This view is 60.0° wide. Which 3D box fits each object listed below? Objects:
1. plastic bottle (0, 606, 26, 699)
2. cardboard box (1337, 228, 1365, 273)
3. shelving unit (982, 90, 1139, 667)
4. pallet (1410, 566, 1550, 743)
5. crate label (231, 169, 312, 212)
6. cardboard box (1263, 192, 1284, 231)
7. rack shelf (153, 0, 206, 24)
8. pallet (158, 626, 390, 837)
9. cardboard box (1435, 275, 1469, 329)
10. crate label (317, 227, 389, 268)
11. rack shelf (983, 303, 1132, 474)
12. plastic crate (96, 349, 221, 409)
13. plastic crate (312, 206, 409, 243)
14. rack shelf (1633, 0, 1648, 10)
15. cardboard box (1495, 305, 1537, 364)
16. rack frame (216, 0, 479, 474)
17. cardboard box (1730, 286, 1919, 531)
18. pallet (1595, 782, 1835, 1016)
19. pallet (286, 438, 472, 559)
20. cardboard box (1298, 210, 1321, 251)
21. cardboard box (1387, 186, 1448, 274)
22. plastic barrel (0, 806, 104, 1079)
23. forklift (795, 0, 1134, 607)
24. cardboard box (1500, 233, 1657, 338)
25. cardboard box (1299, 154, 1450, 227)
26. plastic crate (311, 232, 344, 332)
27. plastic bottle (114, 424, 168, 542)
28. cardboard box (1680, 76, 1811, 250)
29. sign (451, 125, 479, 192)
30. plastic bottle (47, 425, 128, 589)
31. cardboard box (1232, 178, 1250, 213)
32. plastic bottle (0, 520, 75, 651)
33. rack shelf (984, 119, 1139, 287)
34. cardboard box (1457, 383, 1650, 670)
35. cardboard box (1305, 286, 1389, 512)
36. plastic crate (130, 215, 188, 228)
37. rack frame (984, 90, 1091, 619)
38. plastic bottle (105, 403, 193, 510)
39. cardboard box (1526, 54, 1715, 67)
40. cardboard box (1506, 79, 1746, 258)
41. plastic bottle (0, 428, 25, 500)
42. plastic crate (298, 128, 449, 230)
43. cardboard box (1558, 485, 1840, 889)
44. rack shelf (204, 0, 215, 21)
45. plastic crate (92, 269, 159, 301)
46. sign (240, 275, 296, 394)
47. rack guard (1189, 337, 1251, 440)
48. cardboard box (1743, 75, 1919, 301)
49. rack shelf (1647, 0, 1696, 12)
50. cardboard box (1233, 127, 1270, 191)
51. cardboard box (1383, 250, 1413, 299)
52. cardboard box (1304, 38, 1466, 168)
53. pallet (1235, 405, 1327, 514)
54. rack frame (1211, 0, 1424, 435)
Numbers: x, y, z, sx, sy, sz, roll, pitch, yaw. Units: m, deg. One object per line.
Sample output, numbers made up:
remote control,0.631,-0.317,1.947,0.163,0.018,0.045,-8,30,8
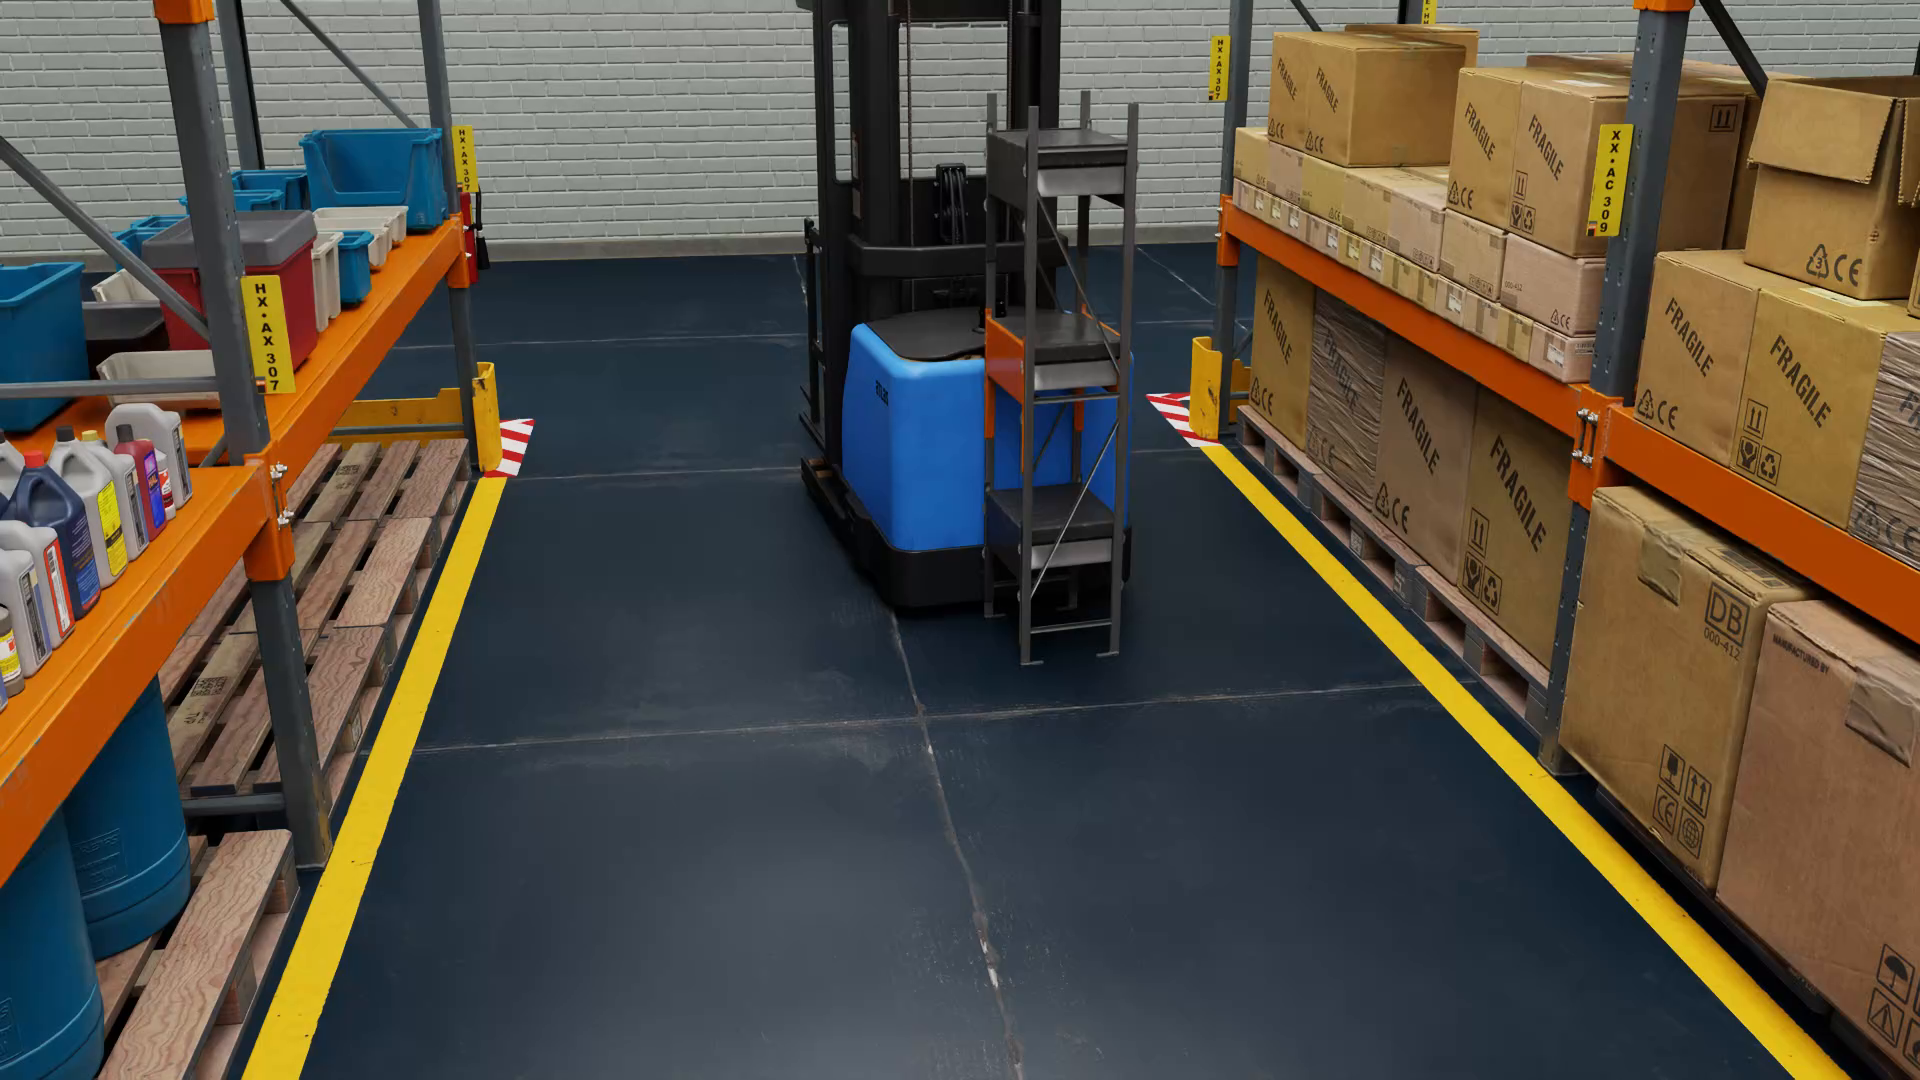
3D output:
plastic bottle,-1.861,0.199,3.180,0.097,0.201,0.097,0,20,0
cardboard box,1.846,-1.245,7.123,0.380,0.149,0.250,-3,21,-9
shelving unit,0.360,-0.597,6.314,0.431,2.100,0.503,-6,21,-15
pallet,2.442,0.389,6.373,1.003,0.211,1.213,-3,21,-8
crate label,-3.293,-1.633,7.955,0.416,0.233,0.303,-3,21,-8
cardboard box,1.698,-1.601,8.073,0.380,0.149,0.250,-3,21,-9
rack shelf,-2.138,-0.776,2.248,1.077,0.370,4.000,-3,21,-8
pallet,-2.571,0.653,5.666,1.003,0.211,1.213,-3,21,-8
cardboard box,1.995,-0.889,6.167,0.380,0.149,0.250,-3,21,-7
crate label,-2.615,-1.220,6.988,0.396,0.136,0.243,-3,21,-8
rack shelf,0.360,-0.584,6.319,0.431,0.518,0.480,-6,21,-15
plastic crate,-2.352,-0.473,4.988,0.396,0.136,0.243,-3,21,-8
plastic crate,-2.706,-1.417,7.513,0.396,0.136,0.243,-3,21,-8
rack shelf,2.186,-2.411,6.625,1.077,0.370,4.000,-3,21,-8
cardboard box,2.069,-0.711,5.692,0.380,0.149,0.250,-3,21,-7
rack frame,-3.003,-1.785,8.209,1.000,3.000,0.127,-3,21,-8
cardboard box,2.367,-0.351,4.226,0.500,0.500,0.500,-3,21,-8
pallet,2.660,0.919,4.953,1.003,0.211,1.213,-3,21,-8
pallet,-2.923,-0.192,7.927,1.003,0.211,1.213,-3,21,-8
cardboard box,1.773,-1.422,7.596,0.380,0.149,0.250,-3,21,-9
cardboard box,2.001,-1.215,6.471,0.500,0.250,0.500,-2,21,-7
plastic barrel,-2.263,0.820,3.632,0.600,0.901,0.708,-3,21,-8
forklift,-0.169,-1.583,7.764,1.130,2.935,3.031,-6,21,-15
cardboard box,2.151,-0.859,5.518,0.500,0.250,0.500,-3,21,-9
cardboard box,1.850,-1.571,7.424,0.500,0.250,0.500,-4,21,-10
plastic crate,-2.464,-0.911,5.952,0.437,0.282,0.530,-3,21,-8
plastic bottle,-1.971,-0.148,3.992,0.061,0.283,0.133,-3,21,-8
cardboard box,2.659,-1.249,5.492,0.500,0.500,0.500,-3,21,-8
sign,-2.461,-1.895,8.270,0.100,0.325,0.005,-3,21,-8
plastic bottle,-1.970,-0.076,3.702,0.144,0.351,0.185,-3,21,-8
cardboard box,1.623,-1.778,8.548,0.380,0.149,0.250,-3,21,-7
plastic bottle,-1.925,0.079,3.395,0.152,0.276,0.135,-3,21,-8
rack shelf,0.360,-1.240,6.074,0.431,0.518,0.480,-6,21,-15
cardboard box,2.459,-0.084,6.091,0.875,0.875,0.875,-3,21,-8
cardboard box,2.201,-0.704,7.750,0.875,0.875,0.875,-3,21,-8
plastic crate,-3.104,-1.177,6.734,0.416,0.233,0.300,-3,21,-8
rack frame,0.294,-0.679,6.534,0.400,2.100,0.015,-6,21,-15
plastic bottle,-2.050,-0.222,4.201,0.152,0.276,0.135,-3,21,-8
cardboard box,2.516,-1.600,6.431,0.500,0.500,0.500,-4,21,-9
cardboard box,2.144,-1.216,5.403,0.500,0.500,0.500,-2,21,-6
plastic bottle,-2.113,-0.068,3.682,0.144,0.351,0.185,-3,21,-8
plastic crate,-2.770,-1.724,7.907,0.616,0.435,0.499,-3,21,-8
cardboard box,2.587,0.369,4.878,1.225,0.875,0.875,-3,21,-8
rack shelf,-2.715,-2.161,5.956,1.077,0.370,4.000,-3,21,-8
plastic crate,-2.975,-0.893,6.111,0.293,0.136,0.466,-3,21,-8
sign,-1.882,-0.557,4.525,0.100,0.325,0.005,-3,21,-8
rack guard,1.895,-0.873,9.338,1.175,0.500,0.348,-3,21,-8
cardboard box,2.575,-0.946,4.386,0.797,0.503,0.637,-3,21,-9
rack shelf,2.763,-1.026,2.917,1.077,0.370,4.000,-3,21,-8
cardboard box,1.700,-1.924,8.371,0.500,0.250,0.500,-3,21,-9
cardboard box,1.921,-1.067,6.644,0.380,0.149,0.250,-3,21,-9
cardboard box,1.853,-1.924,7.297,0.500,0.500,0.500,-3,21,-9
pallet,2.091,-0.456,8.635,1.003,0.211,1.213,-3,21,-8
rack frame,1.898,-2.035,8.878,1.000,3.000,0.127,-3,21,-8
